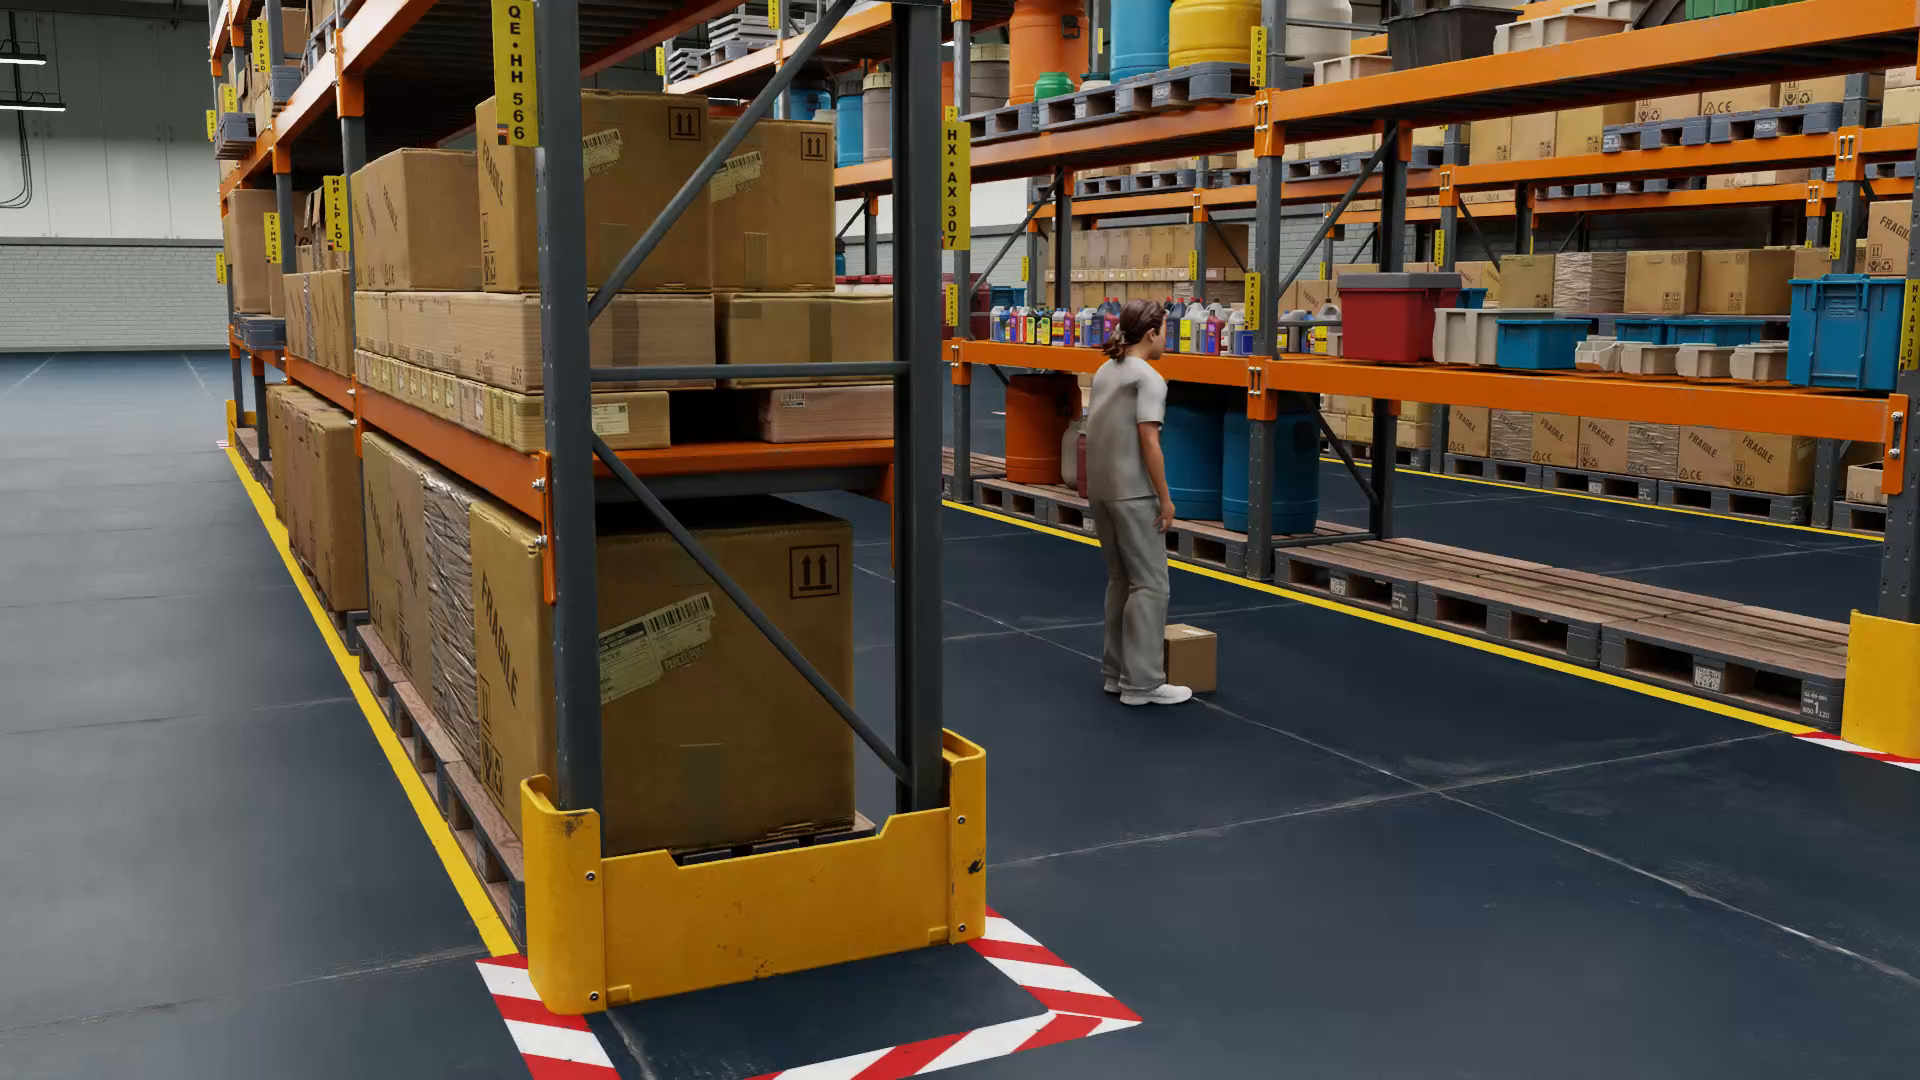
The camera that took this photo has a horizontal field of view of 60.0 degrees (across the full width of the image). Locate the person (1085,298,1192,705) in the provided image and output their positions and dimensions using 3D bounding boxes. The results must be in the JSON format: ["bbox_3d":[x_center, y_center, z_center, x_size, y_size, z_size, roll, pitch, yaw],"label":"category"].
[{"bbox_3d":[0.741,-0.169,6.969,0.413,1.672,0.487,-4,10,-27],"label":"person"}]
